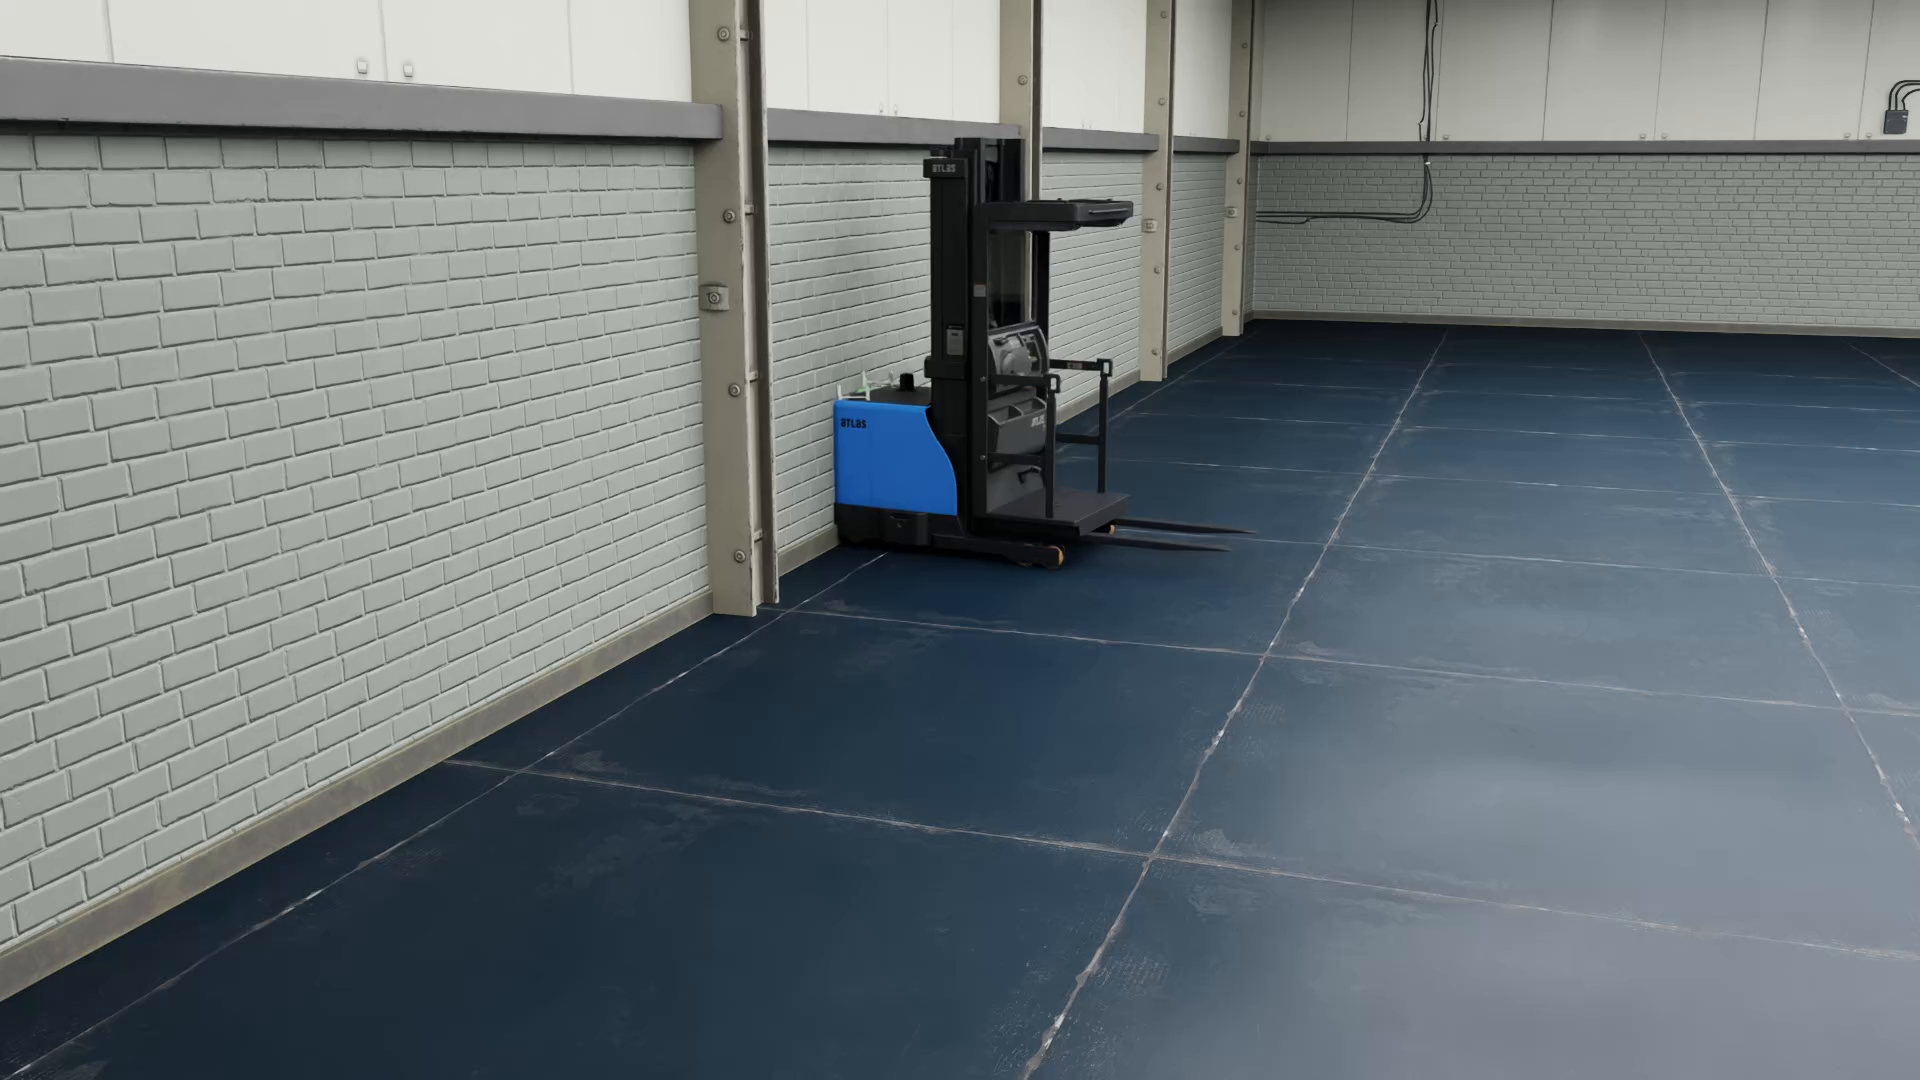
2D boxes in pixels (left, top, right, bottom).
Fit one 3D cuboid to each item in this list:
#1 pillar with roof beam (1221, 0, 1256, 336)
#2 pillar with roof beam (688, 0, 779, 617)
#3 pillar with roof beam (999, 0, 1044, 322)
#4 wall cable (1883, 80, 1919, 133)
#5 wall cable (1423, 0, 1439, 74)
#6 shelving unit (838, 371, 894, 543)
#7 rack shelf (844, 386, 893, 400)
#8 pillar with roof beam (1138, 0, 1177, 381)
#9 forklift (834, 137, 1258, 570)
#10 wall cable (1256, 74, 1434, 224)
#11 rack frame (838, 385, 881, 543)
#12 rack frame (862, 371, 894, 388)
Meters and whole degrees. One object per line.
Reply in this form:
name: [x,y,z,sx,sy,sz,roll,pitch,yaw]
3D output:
pillar with roof beam: [8.521,-7.441,24.866,9.100,9.000,0.400,4,14,18]
pillar with roof beam: [2.697,-3.651,8.261,9.100,9.000,0.400,4,14,18]
pillar with roof beam: [4.638,-4.914,13.796,9.100,9.000,0.400,4,14,18]
wall cable: [15.629,-9.247,25.137,2.305,6.003,0.169,4,14,18]
wall cable: [9.211,-9.030,27.455,3.097,2.526,0.112,4,14,18]
shelving unit: [-0.664,-0.622,12.469,0.258,1.200,0.503,3,18,19]
rack shelf: [-0.689,-1.018,12.345,0.258,0.148,0.480,3,18,19]
pillar with roof beam: [6.579,-6.178,19.331,9.100,9.000,0.400,4,14,18]
forklift: [0.605,-1.357,11.848,3.031,2.935,1.130,6,14,25]
wall cable: [6.652,-6.762,28.870,3.097,2.526,0.112,4,14,18]
rack frame: [-0.741,-0.548,12.250,0.240,1.200,0.015,3,18,19]
rack frame: [-0.588,-0.695,12.689,0.240,1.200,0.015,3,18,19]
